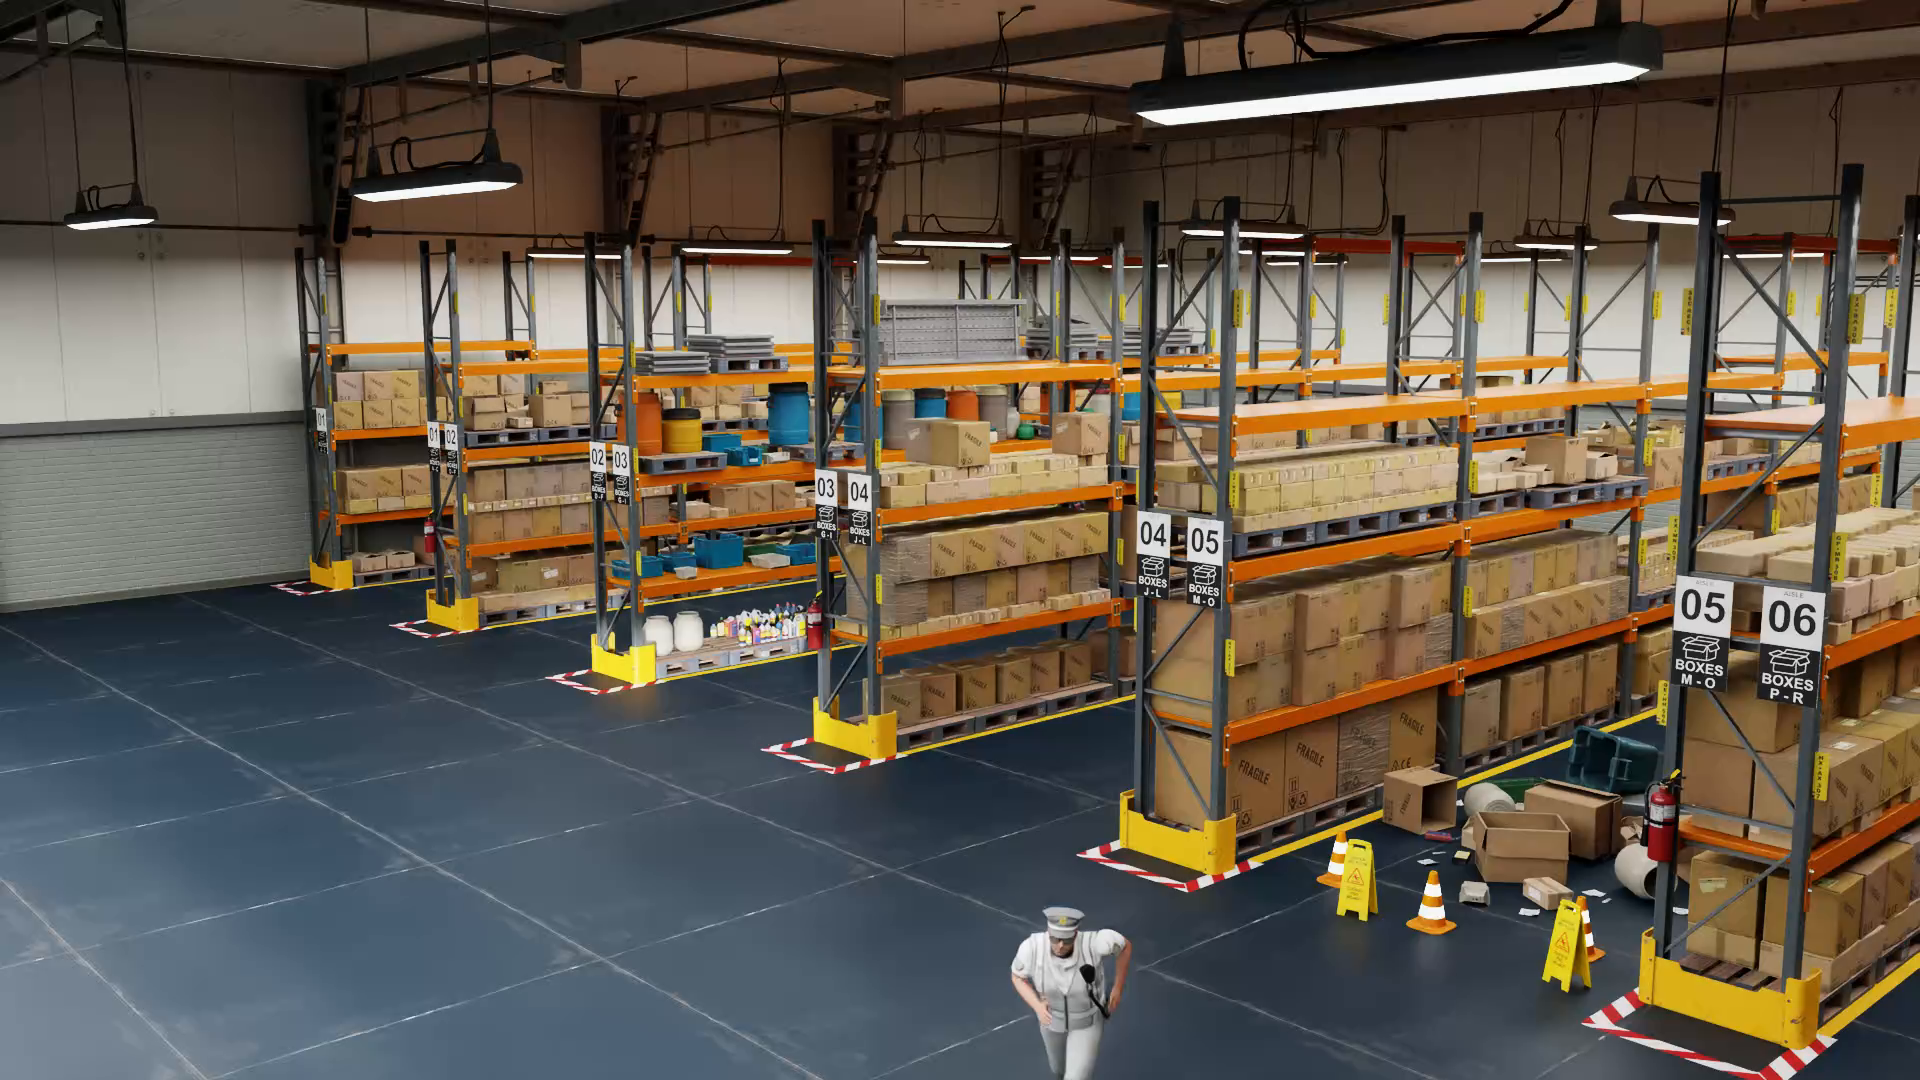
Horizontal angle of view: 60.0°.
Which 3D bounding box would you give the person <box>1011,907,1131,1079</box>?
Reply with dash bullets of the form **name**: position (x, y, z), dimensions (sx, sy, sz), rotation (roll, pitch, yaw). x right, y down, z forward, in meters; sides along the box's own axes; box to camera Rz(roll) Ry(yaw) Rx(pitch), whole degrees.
- **person**: position (0.679, 2.921, 10.079), dimensions (0.708, 1.721, 1.019), rotation (1, 8, 10)
